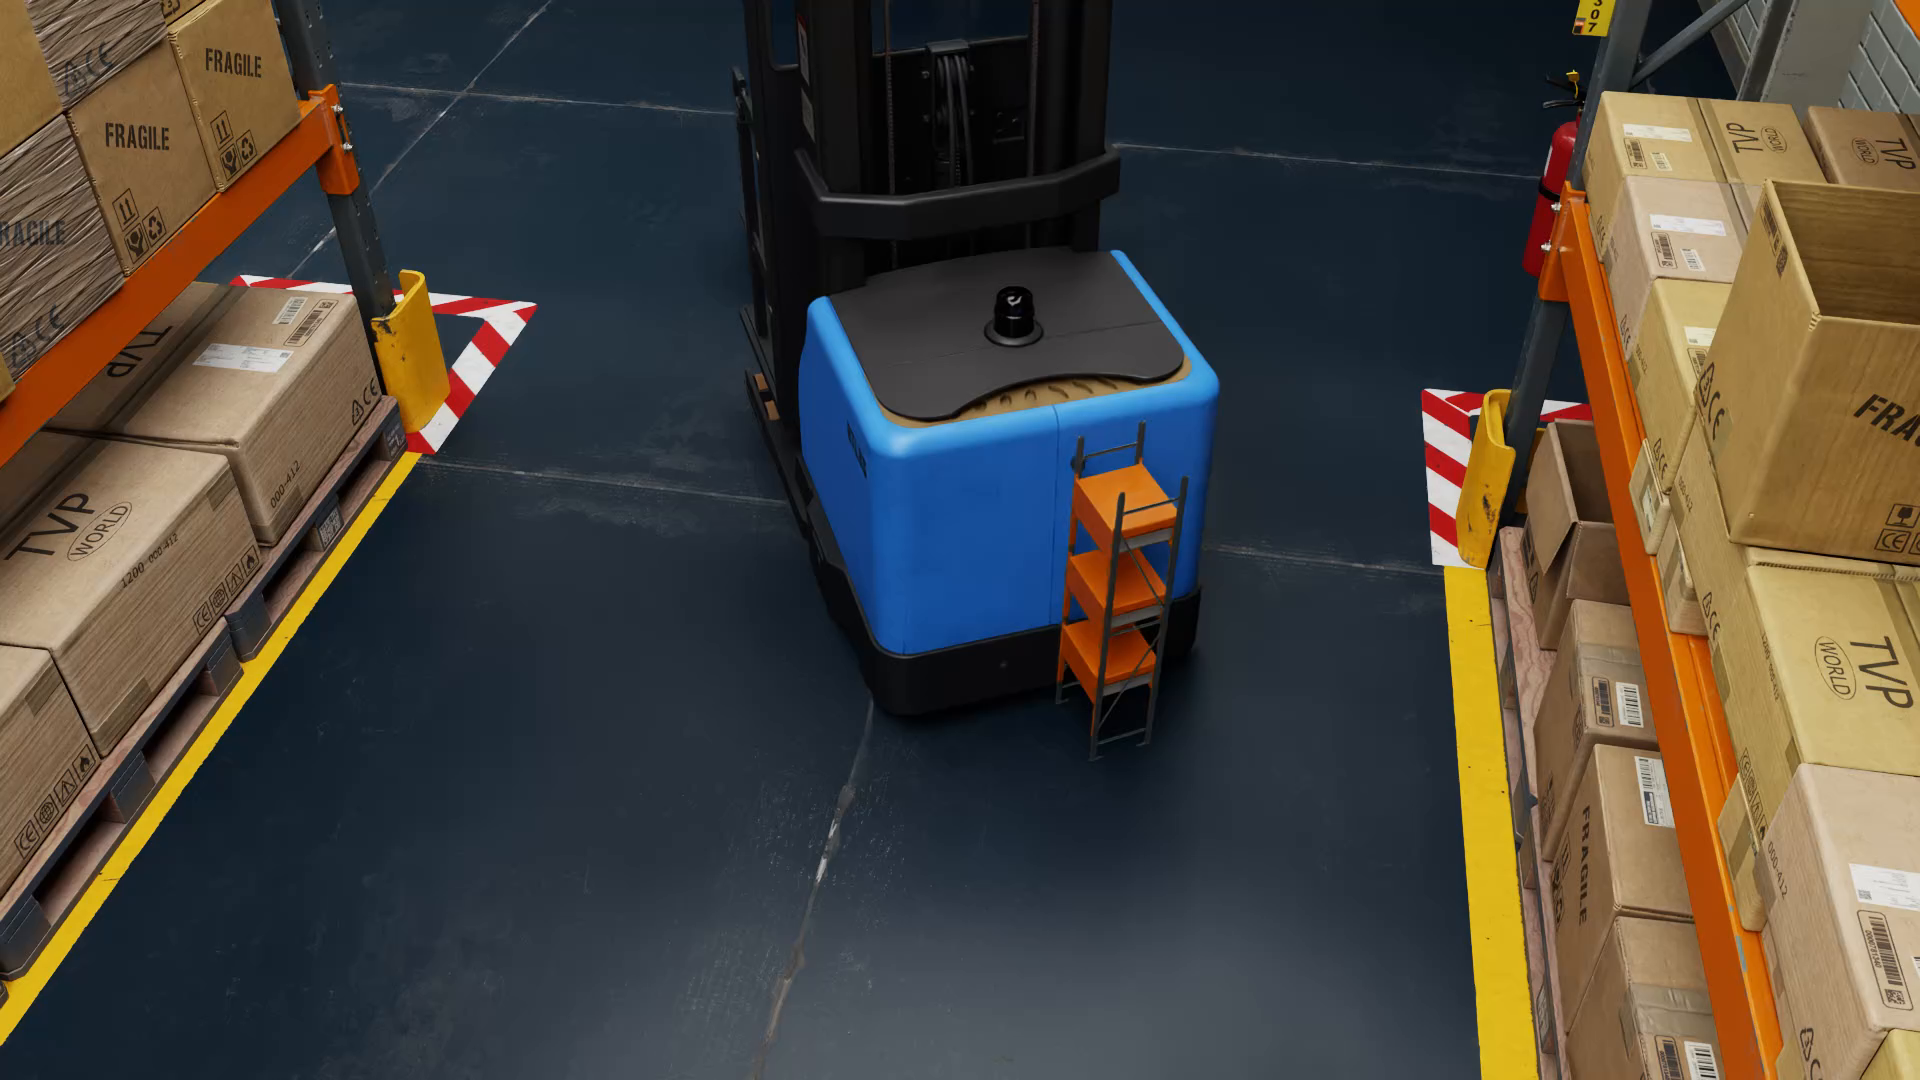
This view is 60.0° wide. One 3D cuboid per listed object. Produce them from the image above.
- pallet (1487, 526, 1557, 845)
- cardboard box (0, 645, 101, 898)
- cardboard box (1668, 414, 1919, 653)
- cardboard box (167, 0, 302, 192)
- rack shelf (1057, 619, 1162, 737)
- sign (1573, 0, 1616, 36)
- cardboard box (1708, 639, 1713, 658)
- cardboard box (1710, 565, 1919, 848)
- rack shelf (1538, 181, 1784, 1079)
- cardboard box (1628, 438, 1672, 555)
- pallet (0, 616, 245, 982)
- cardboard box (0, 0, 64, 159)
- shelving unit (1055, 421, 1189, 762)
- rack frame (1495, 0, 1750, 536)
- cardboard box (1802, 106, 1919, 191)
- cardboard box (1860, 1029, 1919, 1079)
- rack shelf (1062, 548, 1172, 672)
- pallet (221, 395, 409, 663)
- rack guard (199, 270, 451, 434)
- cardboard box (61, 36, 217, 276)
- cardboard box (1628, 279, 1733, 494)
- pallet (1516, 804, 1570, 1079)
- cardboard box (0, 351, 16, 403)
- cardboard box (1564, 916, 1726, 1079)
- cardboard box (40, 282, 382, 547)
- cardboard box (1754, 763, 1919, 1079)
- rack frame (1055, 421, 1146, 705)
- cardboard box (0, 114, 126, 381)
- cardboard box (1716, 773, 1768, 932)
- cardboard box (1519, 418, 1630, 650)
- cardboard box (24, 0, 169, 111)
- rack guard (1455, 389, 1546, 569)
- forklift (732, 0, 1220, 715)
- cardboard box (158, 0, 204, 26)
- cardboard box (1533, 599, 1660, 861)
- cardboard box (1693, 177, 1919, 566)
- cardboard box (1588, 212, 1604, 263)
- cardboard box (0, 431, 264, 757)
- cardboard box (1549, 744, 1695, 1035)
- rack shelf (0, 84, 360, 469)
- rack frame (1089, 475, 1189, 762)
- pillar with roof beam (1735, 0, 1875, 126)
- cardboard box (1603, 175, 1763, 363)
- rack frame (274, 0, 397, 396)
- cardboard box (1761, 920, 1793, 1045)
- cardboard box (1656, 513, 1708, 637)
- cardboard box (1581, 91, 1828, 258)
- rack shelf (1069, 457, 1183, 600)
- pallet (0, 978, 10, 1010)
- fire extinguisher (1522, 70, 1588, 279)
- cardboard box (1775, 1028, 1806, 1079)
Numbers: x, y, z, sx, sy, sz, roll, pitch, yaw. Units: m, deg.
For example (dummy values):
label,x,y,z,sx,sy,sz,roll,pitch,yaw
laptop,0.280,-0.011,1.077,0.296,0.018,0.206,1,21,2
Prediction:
label,x,y,z,sx,sy,sz,roll,pitch,yaw
pallet,2.166,0.464,5.023,1.003,0.211,1.213,6,40,8
cardboard box,-2.897,0.688,4.245,0.875,0.438,0.875,5,40,6
cardboard box,1.733,-0.002,3.283,0.500,0.250,0.500,5,40,7
cardboard box,-2.396,-1.410,5.023,0.500,0.500,0.500,7,40,8
rack shelf,0.436,0.384,4.905,0.215,0.259,0.240,-15,45,-17
sign,1.782,-1.552,4.594,0.100,0.325,0.005,6,40,8
cardboard box,1.715,0.254,3.286,0.380,0.149,0.250,6,40,8
cardboard box,1.643,0.321,2.892,0.500,0.250,0.500,6,40,7
rack shelf,1.970,0.374,3.509,1.077,0.370,4.000,6,40,8
cardboard box,1.717,-0.083,3.693,0.380,0.149,0.250,5,40,6
pallet,-2.848,0.645,4.805,1.003,0.211,1.213,6,40,8
cardboard box,-2.573,-1.158,3.933,0.500,0.500,0.500,6,40,7
shelving unit,0.442,0.170,4.711,0.215,1.050,0.252,-15,45,-17
rack frame,2.316,-1.159,4.798,1.000,3.000,0.127,6,40,8
cardboard box,2.498,-0.898,4.366,0.500,0.250,0.500,7,40,9
cardboard box,1.472,0.948,2.133,0.500,0.250,0.500,7,40,9
rack shelf,0.442,0.178,4.718,0.215,0.259,0.240,-15,45,-17
pallet,-2.635,-0.119,5.728,1.003,0.211,1.213,6,40,8
rack guard,-2.569,-0.755,6.271,1.175,0.500,0.348,6,40,8
cardboard box,-2.498,-1.097,4.644,0.500,0.500,0.500,6,40,7
cardboard box,1.801,-0.326,3.674,0.500,0.250,0.500,6,40,7
pallet,1.952,1.228,4.100,1.003,0.211,1.213,6,40,8
cardboard box,-2.654,-0.448,3.859,0.500,0.500,0.500,8,40,9
cardboard box,1.751,1.200,3.577,0.700,0.500,0.500,5,40,6
cardboard box,-2.589,-0.453,5.625,0.875,0.438,0.875,5,40,6
cardboard box,1.544,0.632,2.516,0.500,0.250,0.500,7,40,8
rack frame,0.396,0.094,4.794,0.200,1.050,0.008,-15,45,-17
cardboard box,-2.577,-0.773,4.253,0.500,0.500,0.500,7,40,9
cardboard box,1.564,0.564,2.911,0.380,0.149,0.250,6,40,7
cardboard box,2.117,0.015,5.008,0.797,0.503,0.637,5,40,6
cardboard box,-2.484,-1.468,4.308,0.500,0.500,0.500,7,40,8
rack guard,2.303,-0.148,5.536,1.175,0.500,0.348,6,40,8
forklift,-0.176,-1.550,5.324,1.130,2.935,3.031,-11,41,-13
cardboard box,-2.422,-1.799,4.709,0.500,0.500,0.500,8,40,9
cardboard box,1.931,0.548,4.365,0.700,0.500,0.500,8,40,9
cardboard box,1.713,-0.308,3.064,0.500,0.500,0.500,7,40,9
cardboard box,1.989,-0.886,4.665,0.380,0.149,0.250,6,40,7
cardboard box,-2.739,0.122,4.929,0.875,0.438,0.875,7,40,9
cardboard box,1.741,0.869,3.977,0.500,0.500,0.500,7,40,8
rack shelf,-2.919,-0.171,4.168,1.077,0.370,4.000,6,40,8
rack frame,0.488,0.247,4.628,0.200,1.050,0.008,-15,45,-17
pillar with roof beam,-0.570,-5.538,5.387,9.100,9.000,0.400,6,40,8
cardboard box,1.885,-0.644,4.059,0.500,0.250,0.500,7,40,8
rack frame,-2.573,-1.704,5.457,1.000,3.000,0.127,6,40,8
cardboard box,1.547,0.727,2.714,0.380,0.149,0.250,7,40,9
cardboard box,1.692,0.085,3.491,0.380,0.149,0.250,7,40,9
cardboard box,1.972,-0.961,4.442,0.500,0.250,0.500,7,40,8
rack shelf,0.447,-0.032,4.527,0.215,0.259,0.240,-15,45,-17
pallet,-3.057,1.413,3.876,1.003,0.211,1.213,6,40,8
fire extinguisher,1.886,-1.129,5.114,0.296,0.674,0.183,6,40,8
cardboard box,1.475,0.889,2.518,0.380,0.149,0.250,7,40,9
